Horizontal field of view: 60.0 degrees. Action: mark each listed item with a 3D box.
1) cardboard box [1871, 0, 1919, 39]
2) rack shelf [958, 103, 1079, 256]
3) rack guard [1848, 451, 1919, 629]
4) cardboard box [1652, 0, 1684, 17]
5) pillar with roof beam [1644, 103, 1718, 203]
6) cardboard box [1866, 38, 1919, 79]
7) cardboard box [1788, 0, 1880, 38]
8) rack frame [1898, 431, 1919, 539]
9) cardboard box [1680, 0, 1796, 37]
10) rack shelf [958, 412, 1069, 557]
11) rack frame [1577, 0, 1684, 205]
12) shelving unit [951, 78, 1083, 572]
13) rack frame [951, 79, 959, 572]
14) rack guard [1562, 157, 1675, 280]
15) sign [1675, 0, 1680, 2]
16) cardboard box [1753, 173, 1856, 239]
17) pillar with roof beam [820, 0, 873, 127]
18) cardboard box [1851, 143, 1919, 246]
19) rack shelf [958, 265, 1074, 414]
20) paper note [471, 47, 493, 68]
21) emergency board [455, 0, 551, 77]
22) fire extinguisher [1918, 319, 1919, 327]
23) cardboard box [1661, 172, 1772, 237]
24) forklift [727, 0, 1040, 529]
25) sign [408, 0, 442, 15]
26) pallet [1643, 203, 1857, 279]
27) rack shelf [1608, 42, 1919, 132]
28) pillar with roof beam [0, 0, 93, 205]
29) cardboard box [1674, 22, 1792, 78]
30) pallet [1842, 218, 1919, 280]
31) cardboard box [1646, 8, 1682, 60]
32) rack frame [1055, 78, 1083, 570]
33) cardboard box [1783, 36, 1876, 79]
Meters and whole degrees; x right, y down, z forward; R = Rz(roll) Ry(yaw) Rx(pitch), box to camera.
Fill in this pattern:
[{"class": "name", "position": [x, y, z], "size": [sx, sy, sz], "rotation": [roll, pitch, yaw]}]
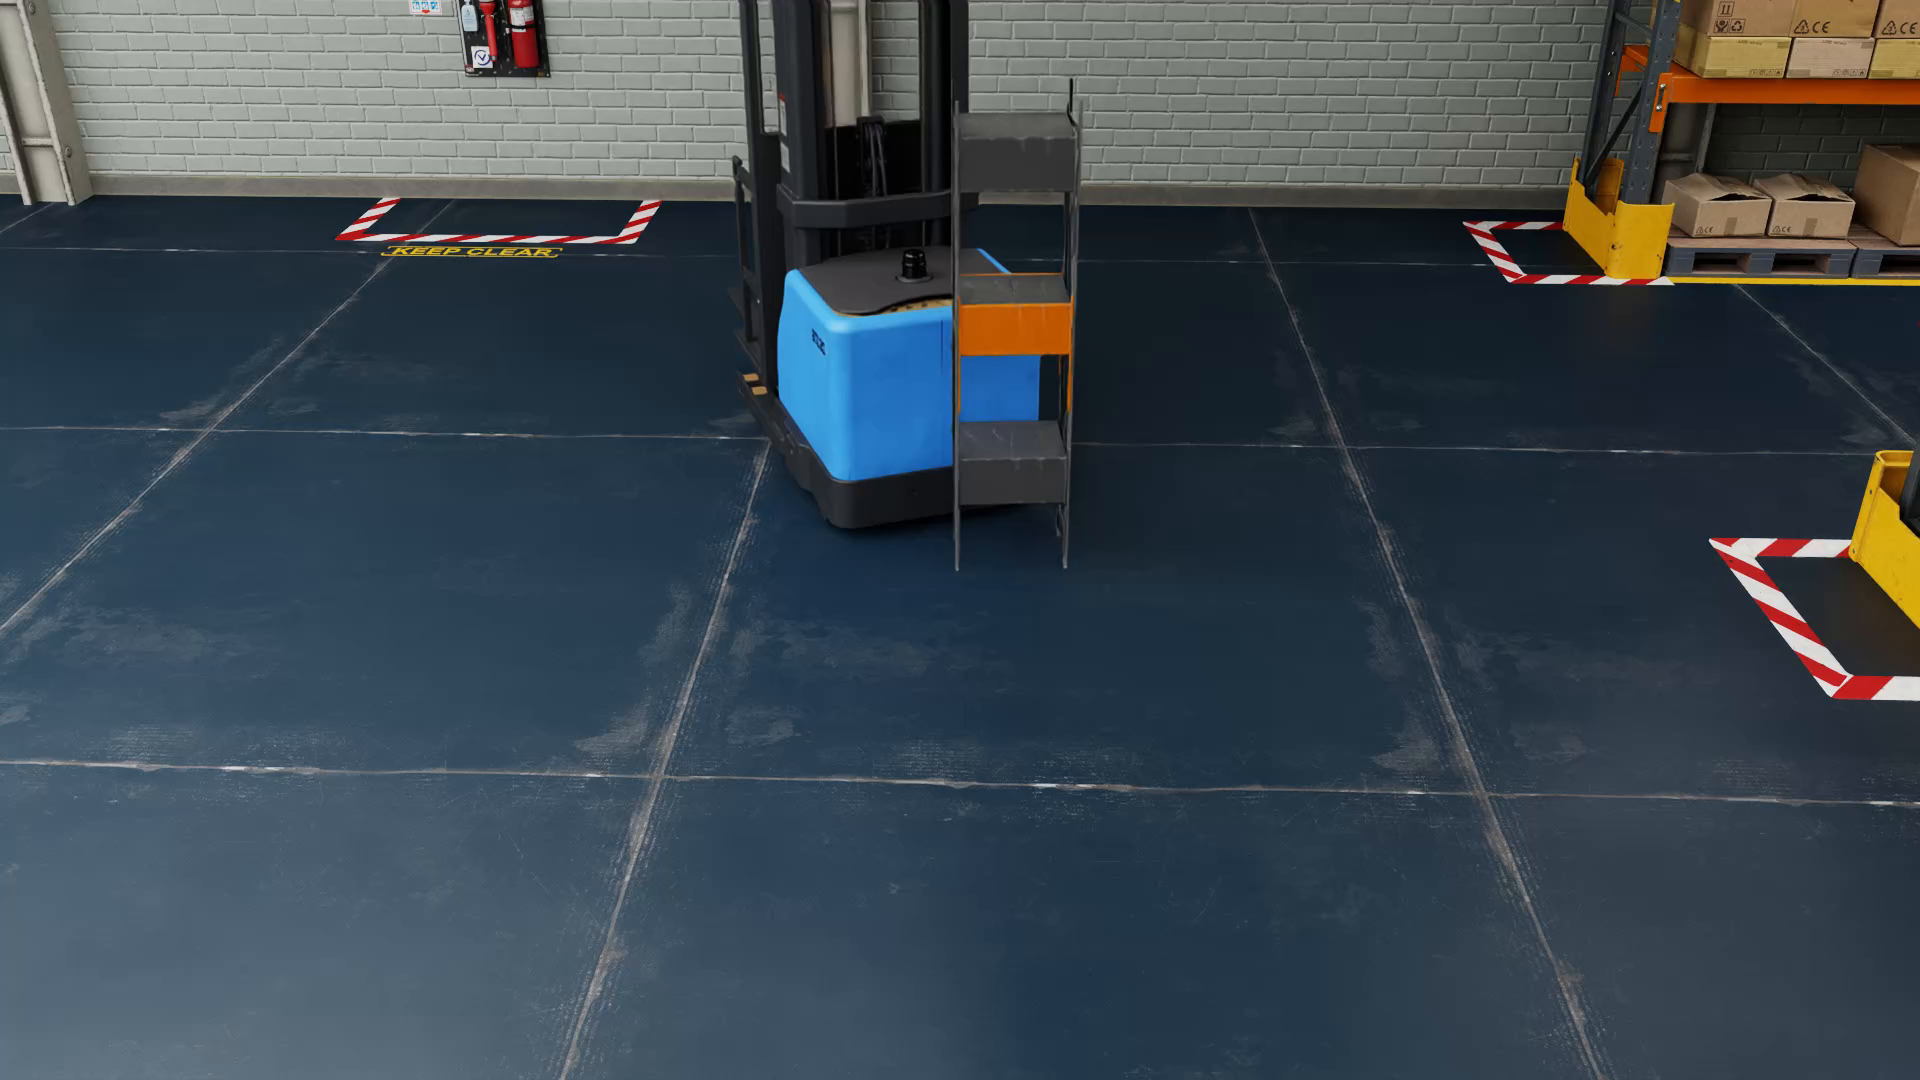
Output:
[{"class": "cardboard box", "position": [5.897, -3.427, 10.350], "size": [0.500, 0.500, 0.500], "rotation": [0, 28, 0]}, {"class": "rack shelf", "position": [0.223, -1.489, 6.852], "size": [0.480, 0.518, 0.431], "rotation": [-1, 28, -2]}, {"class": "rack guard", "position": [4.225, 0.097, 7.033], "size": [0.348, 0.500, 1.175], "rotation": [1, 28, 2]}, {"class": "cardboard box", "position": [4.899, -3.691, 10.849], "size": [0.500, 0.500, 0.500], "rotation": [1, 28, 1]}, {"class": "pillar with roof beam", "position": [4.999, -4.355, 6.357], "size": [0.400, 9.000, 9.100], "rotation": [1, 28, 2]}, {"class": "cardboard box", "position": [5.925, -3.099, 10.531], "size": [0.500, 0.250, 0.500], "rotation": [1, 28, 1]}, {"class": "cardboard box", "position": [5.380, -3.438, 10.372], "size": [0.500, 0.500, 0.500], "rotation": [1, 28, 2]}, {"class": "rack frame", "position": [4.249, -1.007, 6.447], "size": [0.127, 3.000, 1.000], "rotation": [1, 28, 2]}, {"class": "cardboard box", "position": [4.887, -3.451, 10.396], "size": [0.500, 0.500, 0.500], "rotation": [1, 28, 2]}, {"class": "rack shelf", "position": [0.223, -0.252, 7.508], "size": [0.480, 0.518, 0.431], "rotation": [-1, 28, -2]}, {"class": "rack frame", "position": [4.420, -3.326, 10.821], "size": [0.127, 3.000, 1.000], "rotation": [1, 28, 2]}, {"class": "shelving unit", "position": [0.223, -0.883, 7.173], "size": [0.503, 2.100, 0.431], "rotation": [-1, 28, -2]}, {"class": "rack frame", "position": [-0.021, -0.878, 7.164], "size": [0.015, 2.100, 0.400], "rotation": [-1, 28, -2]}, {"class": "rack guard", "position": [4.496, -2.220, 11.404], "size": [0.348, 0.500, 1.175], "rotation": [1, 28, 2]}, {"class": "sign", "position": [4.401, -3.454, 10.139], "size": [0.005, 0.325, 0.100], "rotation": [1, 28, 2]}, {"class": "cardboard box", "position": [5.678, -2.269, 11.229], "size": [0.500, 0.311, 0.500], "rotation": [3, 28, 6]}, {"class": "pillar with roof beam", "position": [-0.998, -4.454, 6.544], "size": [0.400, 9.000, 9.100], "rotation": [1, 28, 2]}, {"class": "cardboard box", "position": [6.410, -2.317, 11.118], "size": [0.500, 0.500, 0.700], "rotation": [-1, 28, -1]}, {"class": "rack shelf", "position": [0.223, -0.871, 7.180], "size": [0.480, 0.518, 0.431], "rotation": [-1, 28, -2]}, {"class": "paper note", "position": [-3.489, -3.523, 12.134], "size": [0.142, 0.148, 0.016], "rotation": [1, 28, 2]}, {"class": "emergency board", "position": [-3.314, -3.877, 11.861], "size": [0.643, 1.169, 0.194], "rotation": [1, 28, 2]}, {"class": "fire extinguisher", "position": [4.148, -1.192, 6.879], "size": [0.183, 0.674, 0.296], "rotation": [1, 28, 2]}, {"class": "cardboard box", "position": [5.109, -2.279, 11.247], "size": [0.500, 0.311, 0.500], "rotation": [-2, 28, -4]}, {"class": "forklift", "position": [-0.590, -2.020, 8.430], "size": [1.130, 2.935, 3.031], "rotation": [-10, 29, -17]}, {"class": "sign", "position": [-3.863, -3.950, 11.961], "size": [0.234, 0.329, 0.001], "rotation": [1, 28, 2]}, {"class": "pallet", "position": [5.307, -2.063, 11.415], "size": [1.213, 0.211, 1.003], "rotation": [1, 28, 2]}, {"class": "rack shelf", "position": [6.419, -2.975, 10.927], "size": [4.000, 0.370, 1.077], "rotation": [1, 28, 2]}, {"class": "pillar with roof beam", "position": [-6.994, -4.553, 6.731], "size": [0.400, 9.000, 9.100], "rotation": [1, 28, 2]}, {"class": "cardboard box", "position": [4.897, -3.112, 10.556], "size": [0.500, 0.250, 0.500], "rotation": [0, 28, 0]}, {"class": "pallet", "position": [6.523, -2.041, 11.375], "size": [1.213, 0.211, 1.003], "rotation": [1, 28, 2]}, {"class": "cardboard box", "position": [4.894, -3.351, 11.008], "size": [0.500, 0.250, 0.500], "rotation": [1, 28, 3]}, {"class": "rack frame", "position": [0.467, -0.888, 7.183], "size": [0.015, 2.100, 0.400], "rotation": [-1, 28, -2]}, {"class": "cardboard box", "position": [5.416, -3.110, 10.553], "size": [0.500, 0.250, 0.500], "rotation": [0, 28, 0]}]
